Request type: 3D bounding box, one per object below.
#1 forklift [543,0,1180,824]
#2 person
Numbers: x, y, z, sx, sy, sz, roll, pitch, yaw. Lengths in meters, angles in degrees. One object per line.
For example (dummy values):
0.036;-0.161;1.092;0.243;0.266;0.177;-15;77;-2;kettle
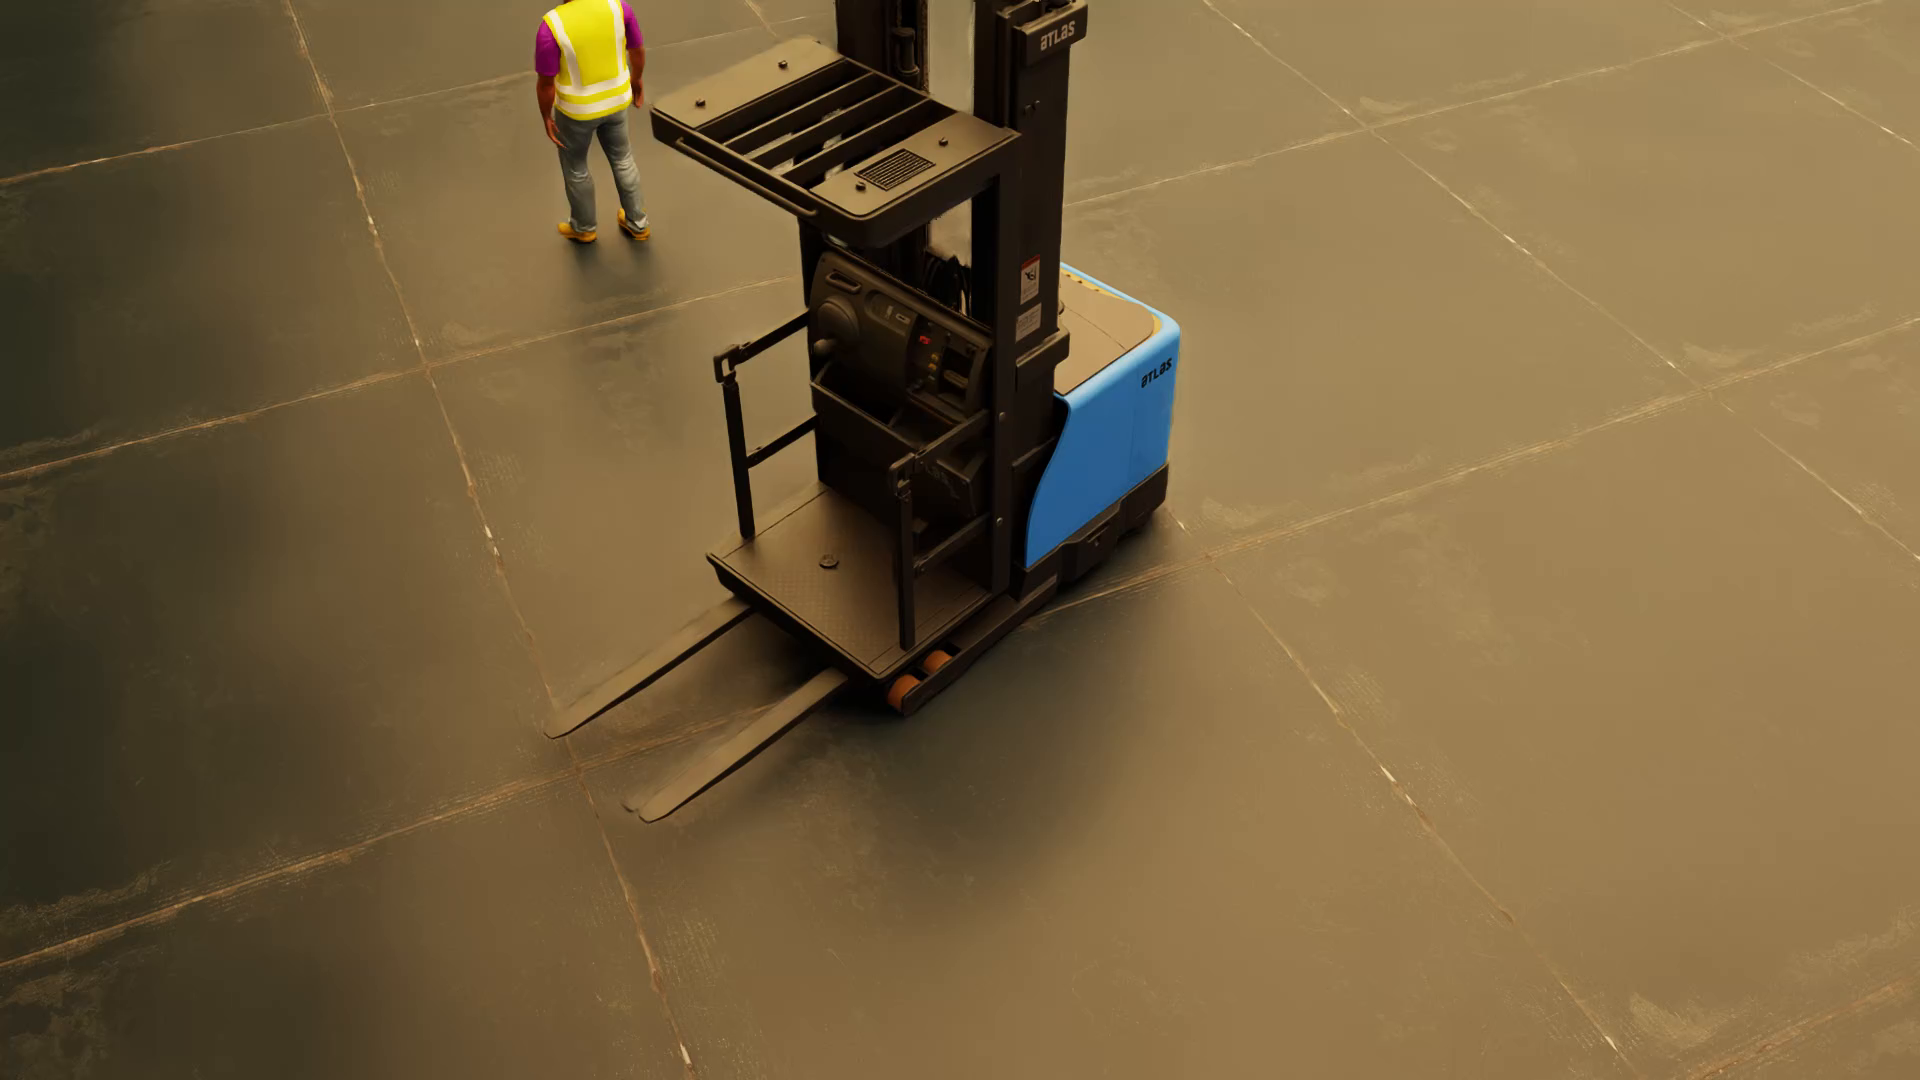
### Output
-0.394;-0.734;6.467;1.130;2.935;3.031;33;52;30;forklift
-2.051;-2.438;9.174;0.658;1.786;0.512;-26;49;-25;person
